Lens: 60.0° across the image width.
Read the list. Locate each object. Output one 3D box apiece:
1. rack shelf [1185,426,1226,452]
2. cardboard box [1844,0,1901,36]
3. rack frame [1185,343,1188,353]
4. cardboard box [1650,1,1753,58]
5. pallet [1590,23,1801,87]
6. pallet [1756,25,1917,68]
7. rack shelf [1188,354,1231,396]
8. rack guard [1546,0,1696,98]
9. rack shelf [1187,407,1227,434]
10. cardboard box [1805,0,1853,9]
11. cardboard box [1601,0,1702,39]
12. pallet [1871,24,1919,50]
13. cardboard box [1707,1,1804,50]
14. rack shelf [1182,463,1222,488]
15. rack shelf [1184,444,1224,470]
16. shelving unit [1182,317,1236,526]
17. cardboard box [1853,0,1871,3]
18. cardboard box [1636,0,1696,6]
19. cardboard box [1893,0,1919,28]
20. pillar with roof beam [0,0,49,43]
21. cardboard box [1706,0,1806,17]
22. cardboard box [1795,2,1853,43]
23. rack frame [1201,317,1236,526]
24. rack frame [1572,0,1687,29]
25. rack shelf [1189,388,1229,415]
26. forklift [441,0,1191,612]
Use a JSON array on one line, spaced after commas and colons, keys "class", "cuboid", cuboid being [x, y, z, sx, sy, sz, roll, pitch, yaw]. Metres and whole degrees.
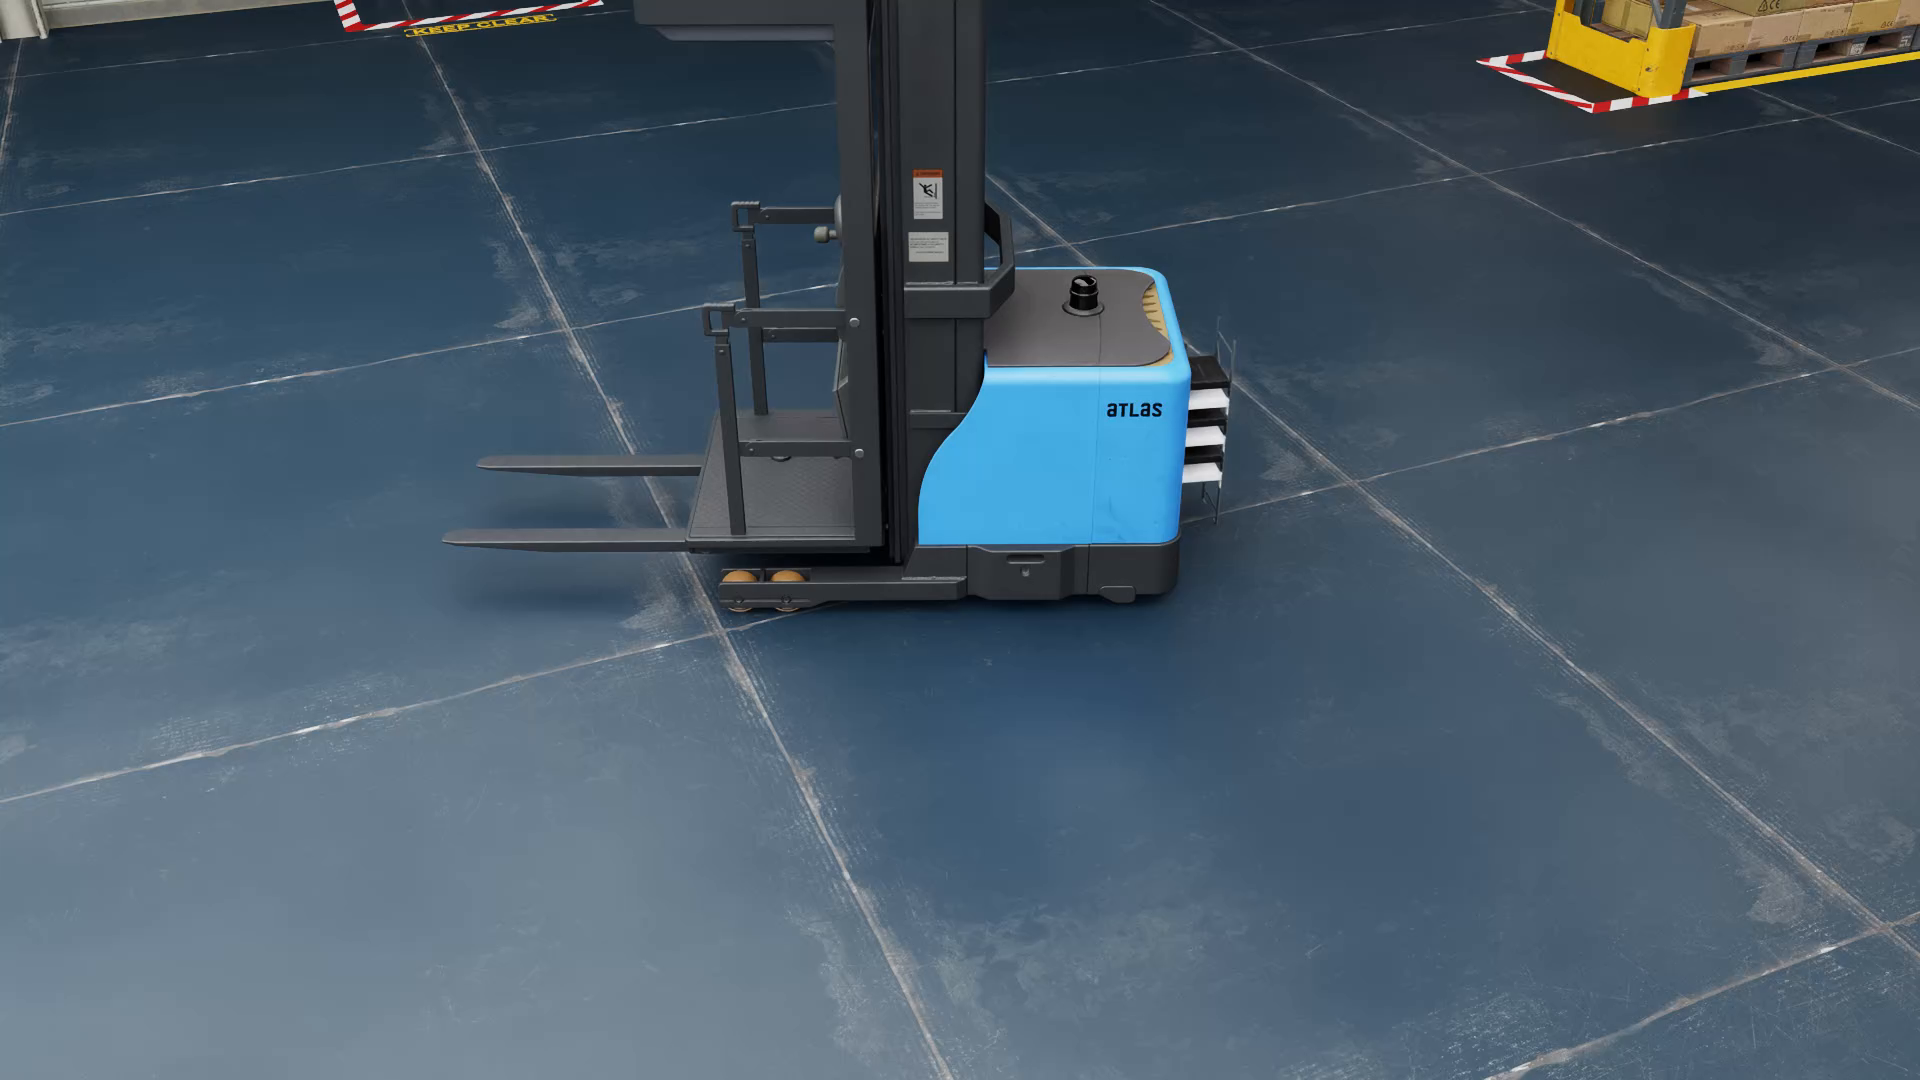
[{"class": "rack shelf", "cuboid": [1.016, -0.469, 7.206, 0.200, 0.077, 0.258, -5, 33, -7]}, {"class": "cardboard box", "cuboid": [6.977, -4.180, 13.060, 0.500, 0.250, 0.500, -13, 35, -19]}, {"class": "rack frame", "cuboid": [0.915, -0.488, 7.175, 0.006, 0.900, 0.240, -5, 33, -7]}, {"class": "cardboard box", "cuboid": [5.593, -3.864, 12.574, 0.500, 0.250, 0.500, -13, 35, -19]}, {"class": "pallet", "cuboid": [5.701, -3.853, 12.978, 1.213, 0.211, 1.003, -13, 35, -19]}, {"class": "pallet", "cuboid": [6.824, -4.108, 13.370, 1.213, 0.211, 1.003, -13, 35, -19]}, {"class": "rack shelf", "cuboid": [1.016, -0.695, 7.059, 0.200, 0.077, 0.258, -5, 33, -7]}, {"class": "rack guard", "cuboid": [4.990, -3.786, 12.611, 0.348, 0.500, 1.175, -13, 35, -19]}, {"class": "rack shelf", "cuboid": [1.016, -0.544, 7.157, 0.200, 0.077, 0.258, -5, 33, -7]}, {"class": "cardboard box", "cuboid": [6.509, -4.397, 12.705, 0.500, 0.500, 0.500, -13, 35, -19]}, {"class": "cardboard box", "cuboid": [5.392, -4.124, 12.974, 0.500, 0.250, 0.500, -13, 35, -19]}, {"class": "pallet", "cuboid": [7.951, -4.368, 13.769, 1.213, 0.211, 1.003, -13, 35, -19]}, {"class": "cardboard box", "cuboid": [6.053, -3.971, 12.739, 0.500, 0.250, 0.500, -13, 35, -19]}, {"class": "rack shelf", "cuboid": [1.016, -0.318, 7.304, 0.200, 0.077, 0.258, -5, 33, -7]}, {"class": "rack shelf", "cuboid": [1.016, -0.393, 7.255, 0.200, 0.077, 0.258, -5, 33, -7]}, {"class": "shelving unit", "cuboid": [1.016, -0.496, 7.188, 0.210, 0.900, 0.258, -5, 33, -7]}, {"class": "cardboard box", "cuboid": [6.977, -4.493, 12.854, 0.500, 0.500, 0.500, -13, 35, -19]}, {"class": "cardboard box", "cuboid": [5.392, -4.440, 12.771, 0.500, 0.500, 0.500, -13, 35, -19]}, {"class": "cardboard box", "cuboid": [7.437, -4.286, 13.222, 0.500, 0.250, 0.500, -13, 35, -19]}, {"class": "pillar with roof beam", "cuboid": [-5.996, -5.728, 7.802, 0.400, 9.000, 9.100, -13, 35, -19]}, {"class": "cardboard box", "cuboid": [6.053, -4.285, 12.533, 0.500, 0.500, 0.500, -13, 35, -19]}, {"class": "cardboard box", "cuboid": [6.514, -4.077, 12.901, 0.500, 0.250, 0.500, -13, 35, -19]}, {"class": "rack frame", "cuboid": [1.116, -0.505, 7.201, 0.006, 0.900, 0.240, -5, 33, -7]}, {"class": "rack frame", "cuboid": [5.012, -4.839, 11.937, 0.127, 3.000, 1.000, -13, 35, -19]}, {"class": "rack shelf", "cuboid": [1.016, -0.619, 7.108, 0.200, 0.077, 0.258, -5, 33, -7]}, {"class": "forklift", "cuboid": [-0.623, -1.226, 6.446, 3.031, 2.935, 1.130, 0, 33, 0]}]
